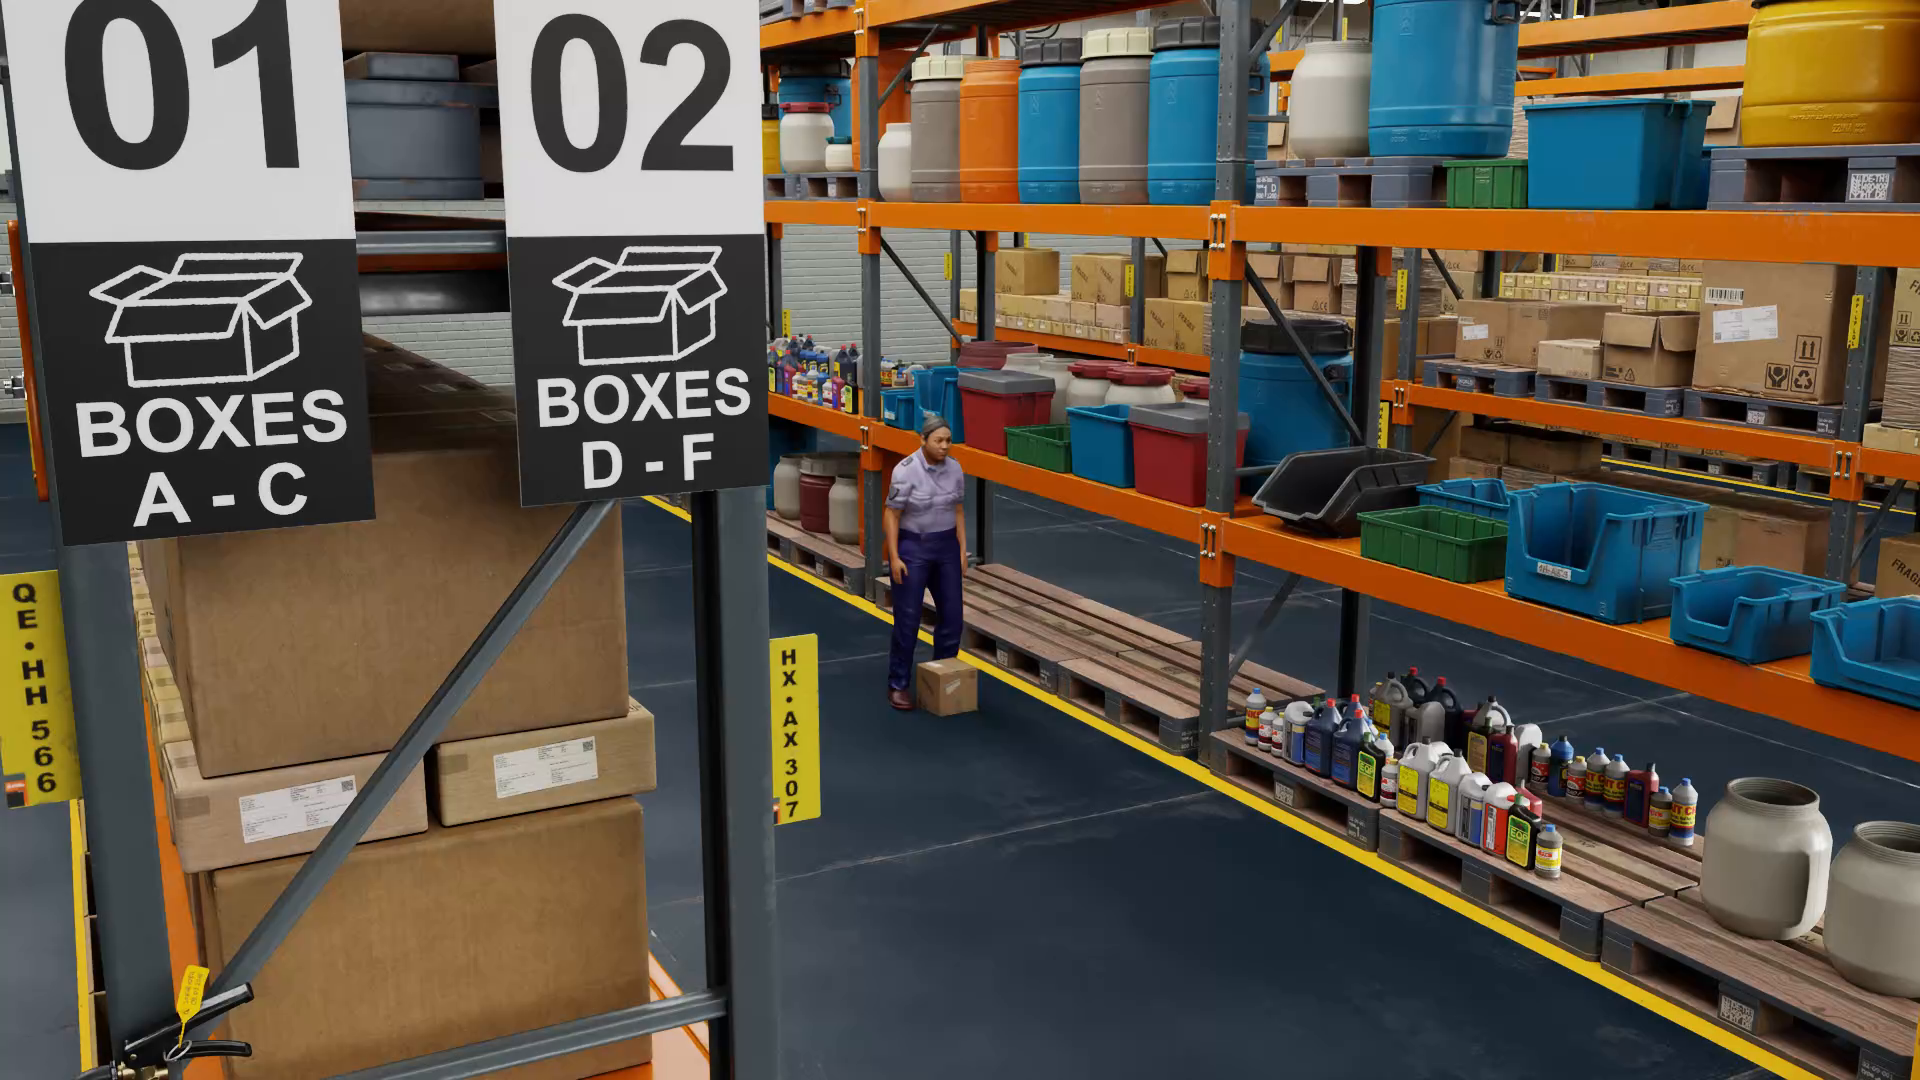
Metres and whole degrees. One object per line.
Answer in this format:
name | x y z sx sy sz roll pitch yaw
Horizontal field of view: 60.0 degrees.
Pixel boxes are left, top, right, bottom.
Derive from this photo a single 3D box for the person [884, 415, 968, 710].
person | -0.178 0.110 9.451 0.544 1.651 0.424 -7 14 -30
